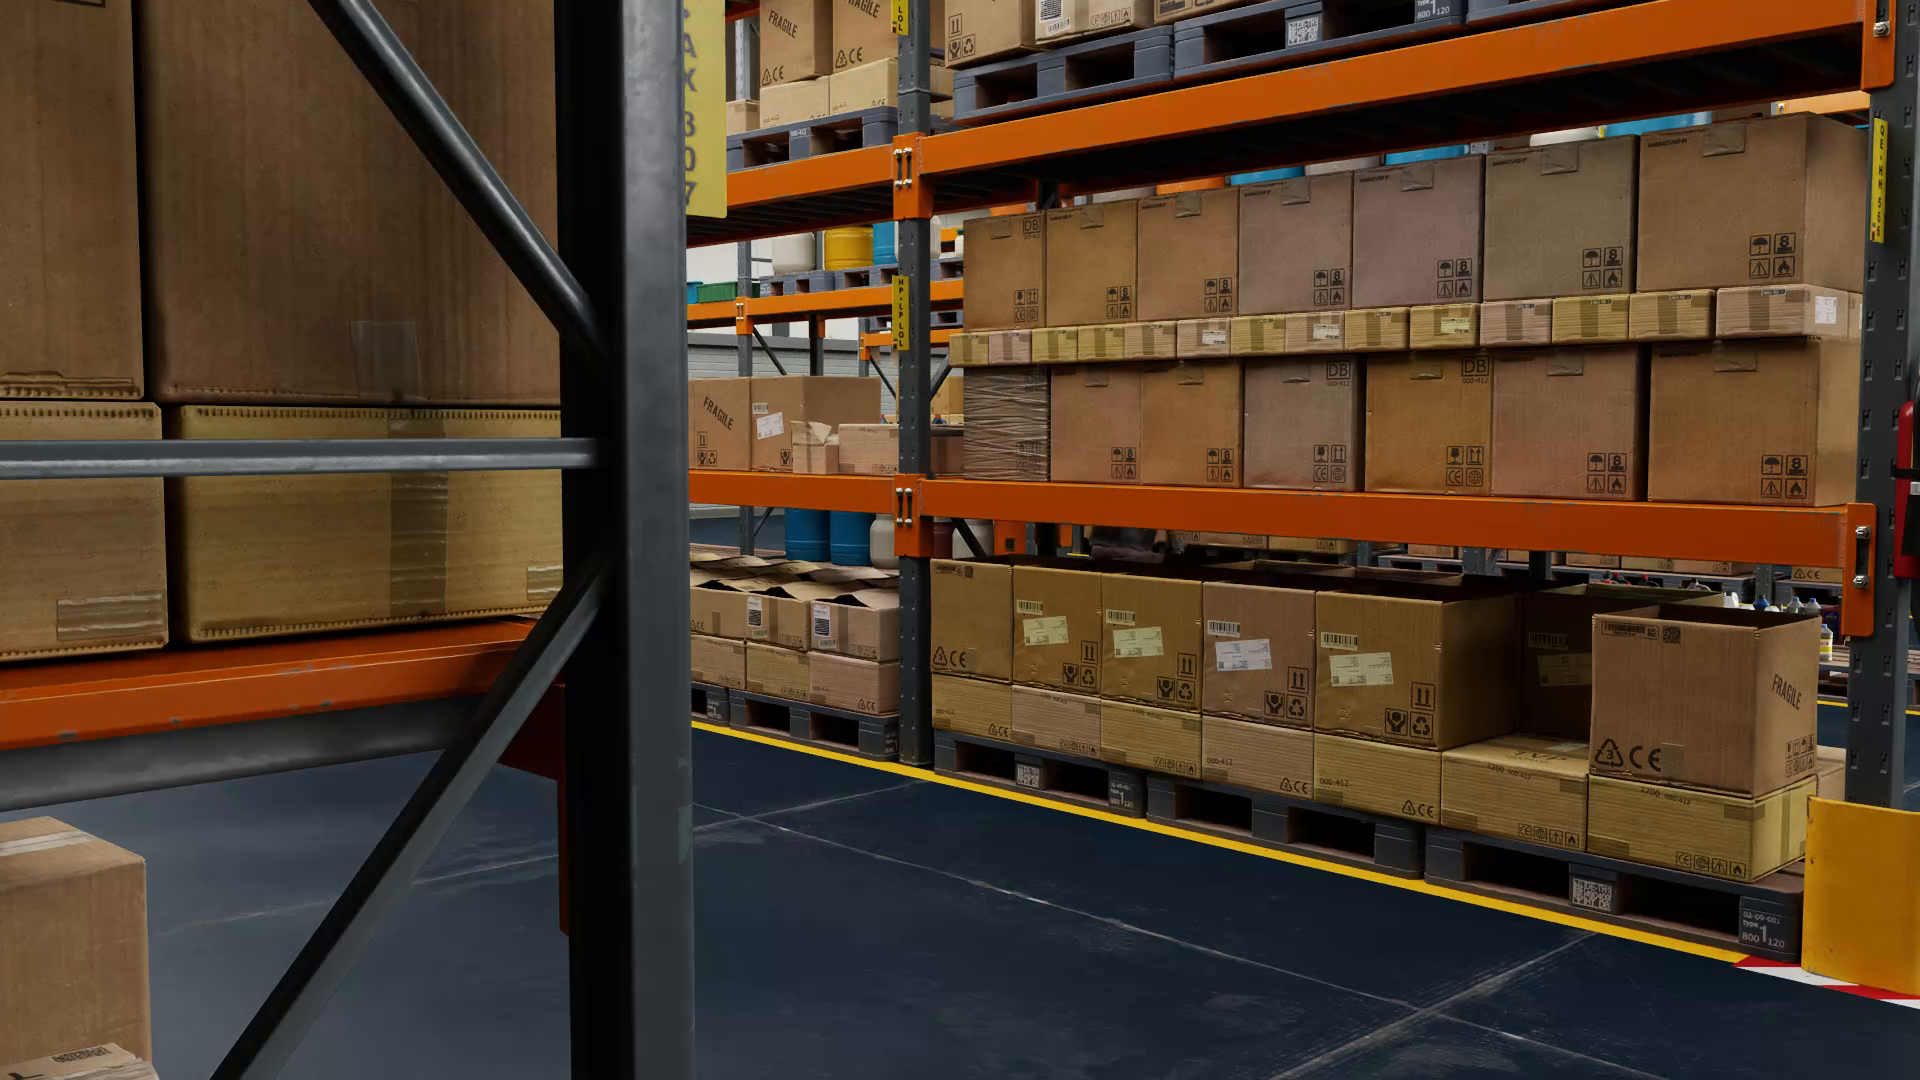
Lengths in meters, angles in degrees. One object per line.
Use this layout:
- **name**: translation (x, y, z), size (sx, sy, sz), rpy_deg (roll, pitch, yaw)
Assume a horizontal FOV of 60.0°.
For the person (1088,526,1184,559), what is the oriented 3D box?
- **person**: translation (1.145, 0.084, 10.912), size (0.690, 1.433, 0.591), rpy_deg (-4, 5, -44)
